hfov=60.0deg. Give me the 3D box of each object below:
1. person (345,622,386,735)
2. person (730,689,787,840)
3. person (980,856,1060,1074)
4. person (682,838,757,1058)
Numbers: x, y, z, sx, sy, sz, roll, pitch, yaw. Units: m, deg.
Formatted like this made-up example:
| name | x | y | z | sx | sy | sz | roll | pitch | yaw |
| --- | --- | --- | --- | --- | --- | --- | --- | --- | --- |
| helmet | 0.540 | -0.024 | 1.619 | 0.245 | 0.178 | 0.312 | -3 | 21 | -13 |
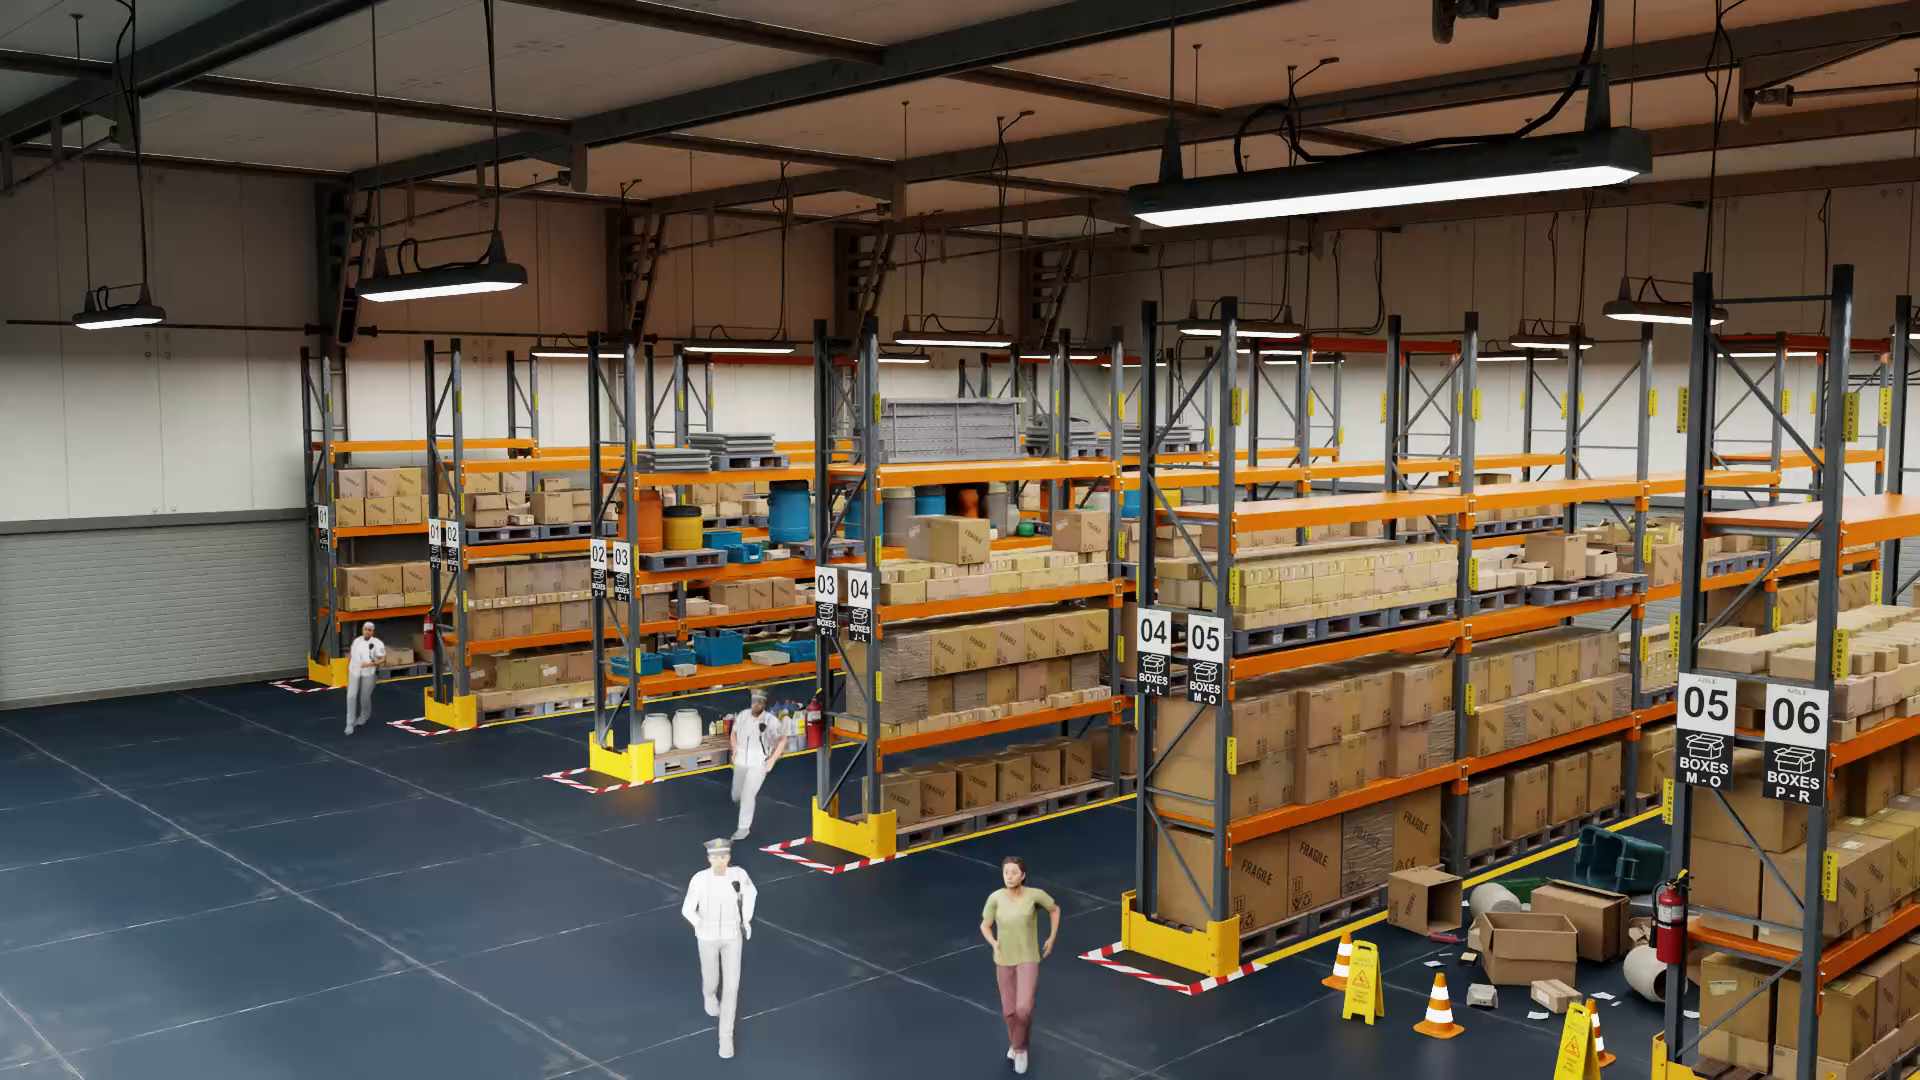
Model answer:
| name | x | y | z | sx | sy | sz | roll | pitch | yaw |
| --- | --- | --- | --- | --- | --- | --- | --- | --- | --- |
| person | -9.138 | 2.090 | 25.544 | 0.619 | 1.659 | 0.868 | 0 | 5 | -5 |
| person | -2.370 | 2.589 | 19.495 | 0.706 | 1.745 | 0.721 | 1 | 5 | 16 |
| person | 0.441 | 3.232 | 12.703 | 0.586 | 1.642 | 0.650 | 1 | 5 | 12 |
| person | -1.912 | 3.161 | 13.276 | 0.600 | 1.681 | 0.892 | -1 | 5 | -11 |
